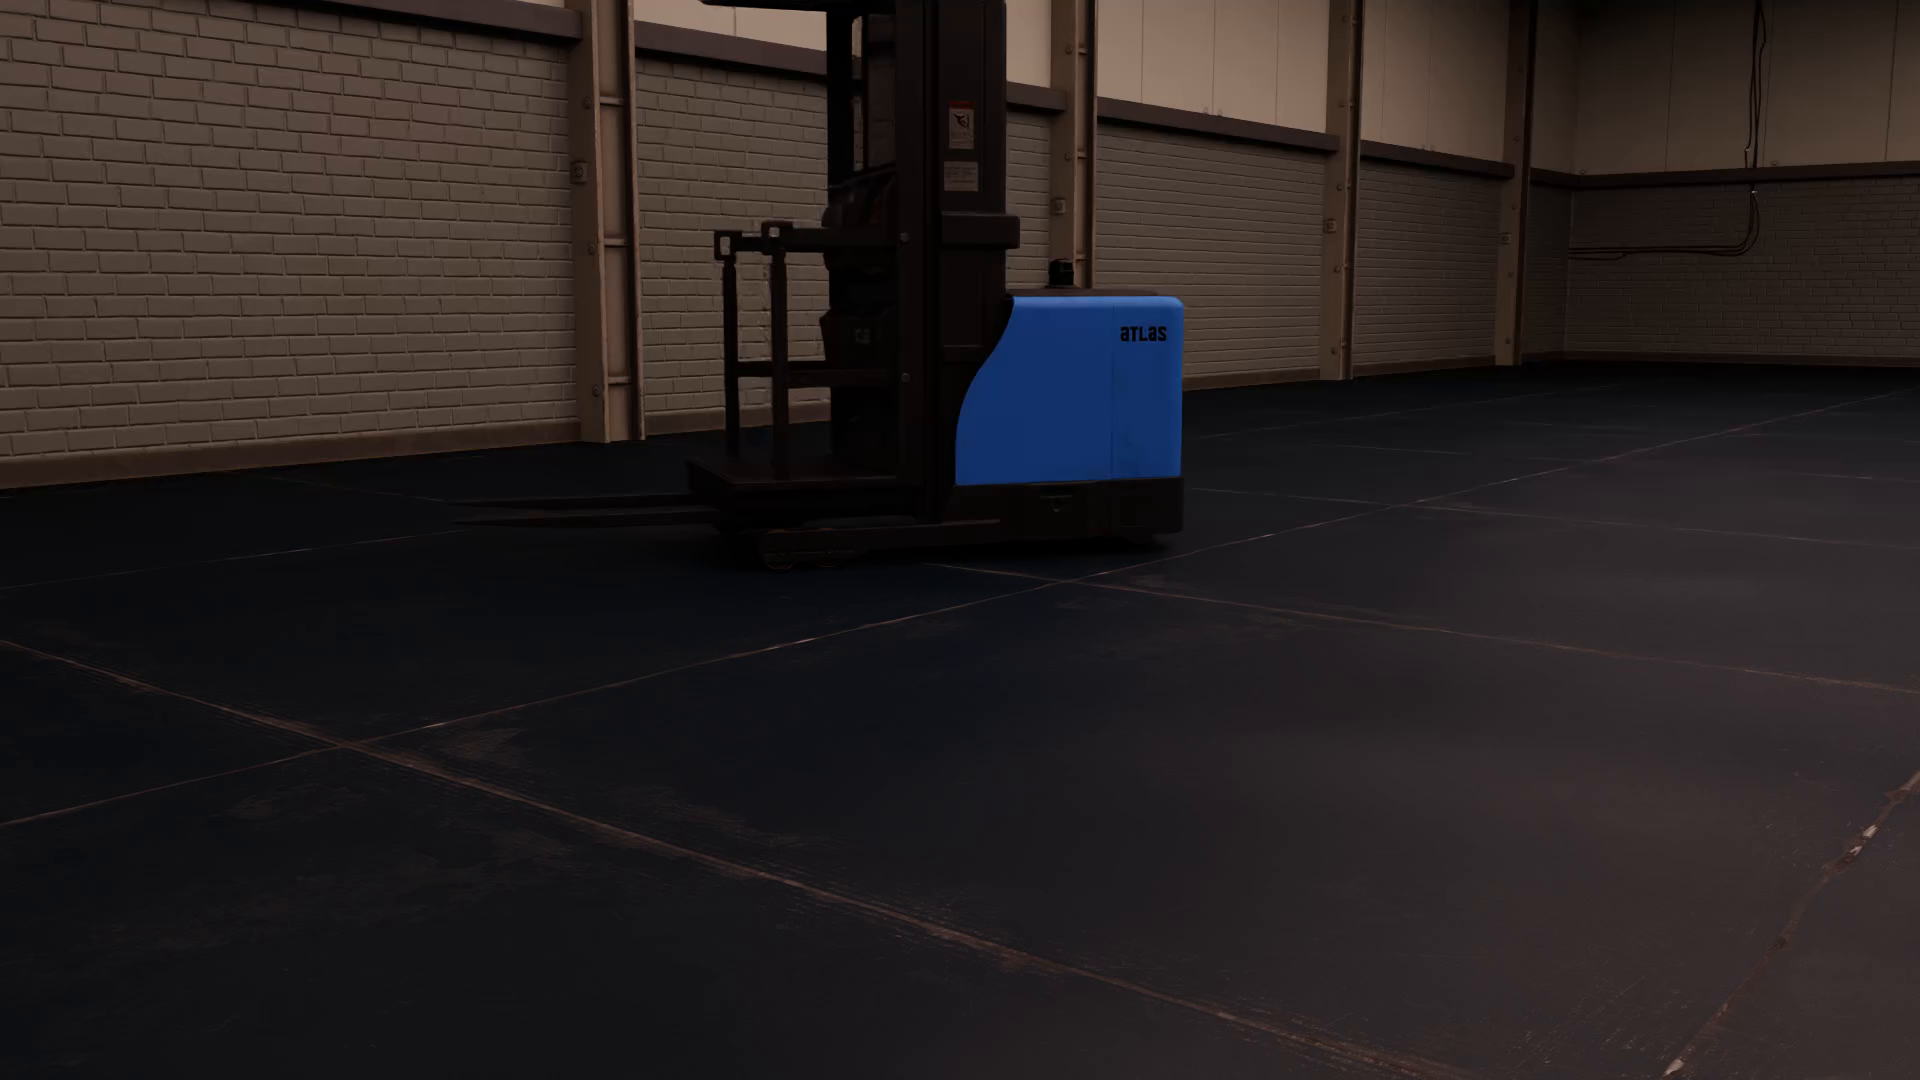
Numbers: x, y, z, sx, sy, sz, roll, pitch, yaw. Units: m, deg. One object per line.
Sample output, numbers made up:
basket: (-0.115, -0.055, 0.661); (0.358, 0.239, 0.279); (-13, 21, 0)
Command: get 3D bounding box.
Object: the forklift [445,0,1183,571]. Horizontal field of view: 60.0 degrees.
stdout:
forklift: (-0.612, -1.413, 6.942); (3.031, 2.935, 1.130); (-3, 9, -19)
